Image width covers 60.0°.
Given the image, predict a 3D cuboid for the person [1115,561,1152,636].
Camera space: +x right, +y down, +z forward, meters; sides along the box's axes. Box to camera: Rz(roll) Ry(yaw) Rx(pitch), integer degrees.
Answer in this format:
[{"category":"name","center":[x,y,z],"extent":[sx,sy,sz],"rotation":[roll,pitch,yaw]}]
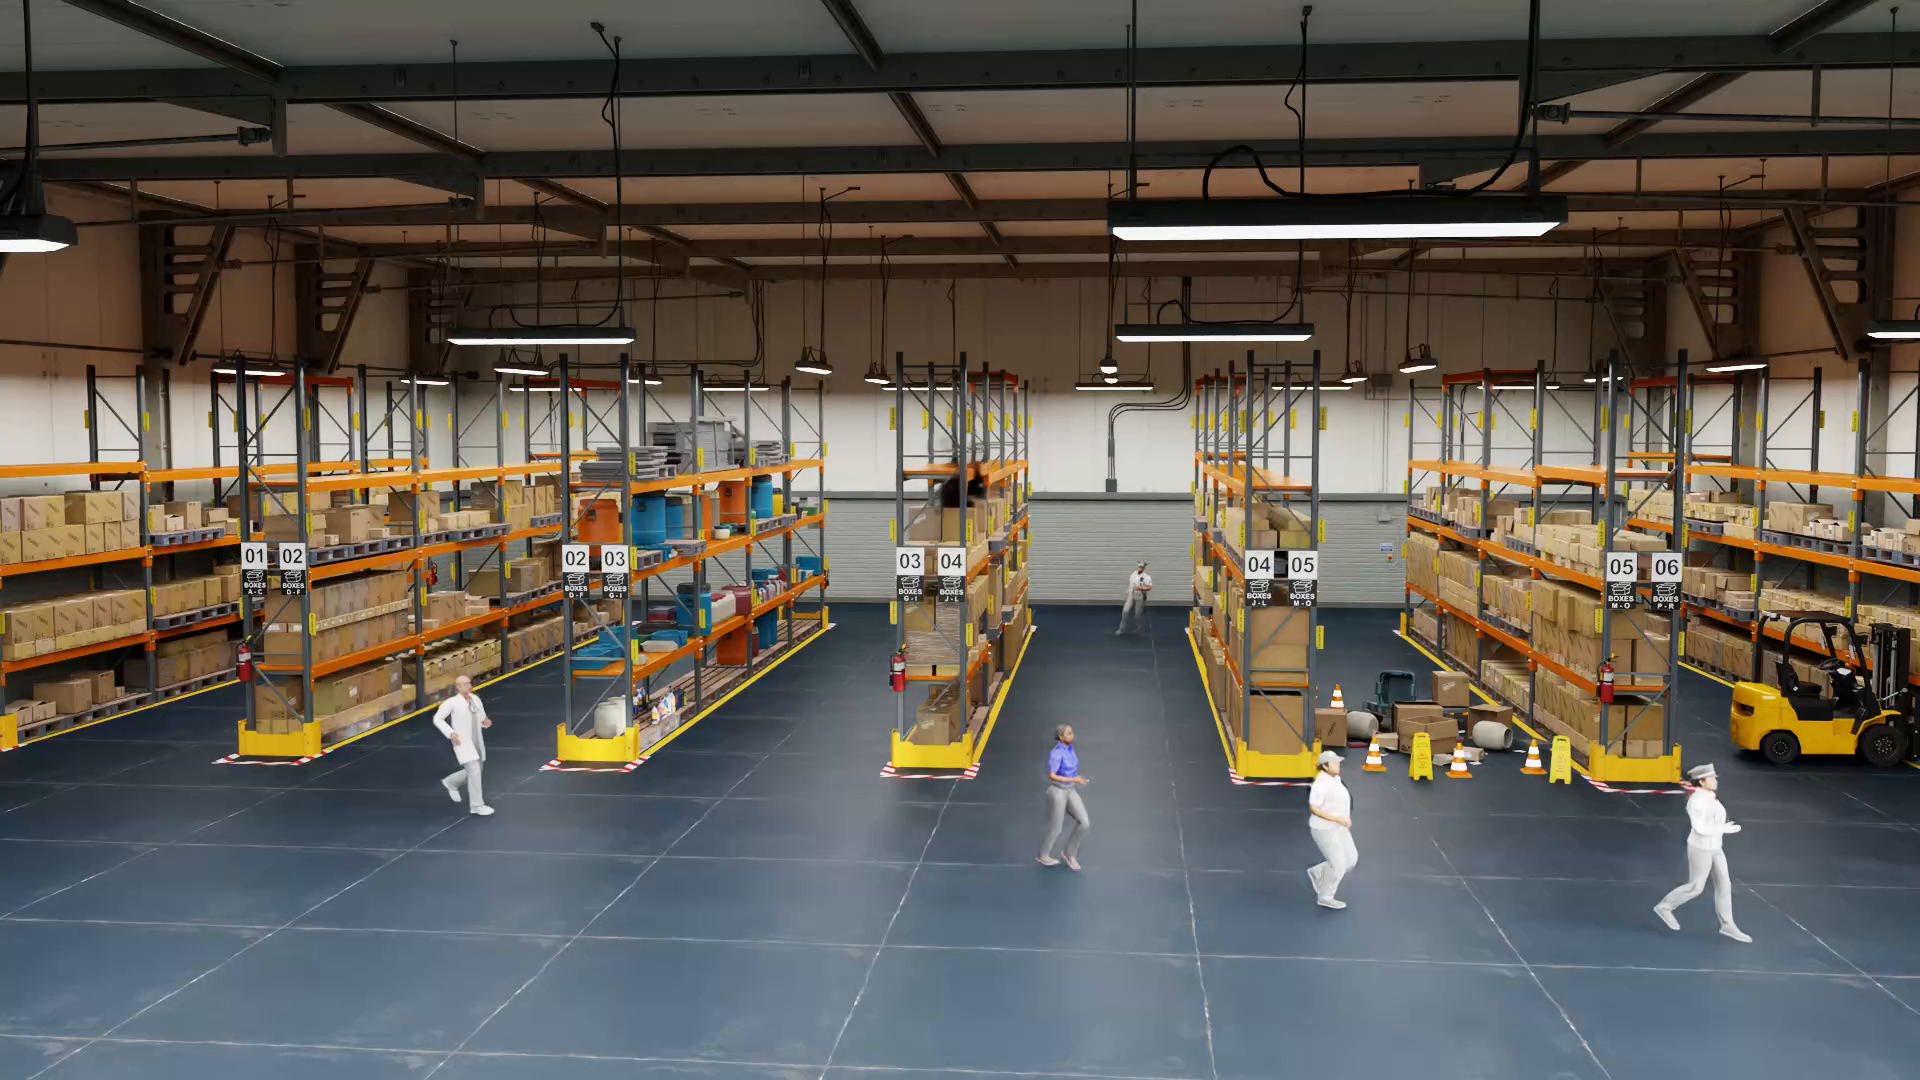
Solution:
[{"category":"person","center":[4.148,1.350,38.962],"extent":[0.733,1.743,0.918],"rotation":[3,5,34]}]

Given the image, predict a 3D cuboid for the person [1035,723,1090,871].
[{"category":"person","center":[1.153,2.882,18.513],"extent":[0.708,1.674,0.562],"rotation":[3,5,37]}]

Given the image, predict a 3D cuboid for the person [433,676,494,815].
[{"category":"person","center":[-6.304,2.611,21.266],"extent":[0.908,1.751,0.719],"rotation":[2,5,29]}]

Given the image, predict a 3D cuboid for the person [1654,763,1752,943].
[{"category":"person","center":[7.192,2.987,16.057],"extent":[0.878,1.683,0.616],"rotation":[3,5,39]}]

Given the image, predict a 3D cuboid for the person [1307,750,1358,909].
[{"category":"person","center":[3.821,2.975,17.157],"extent":[0.571,1.617,0.603],"rotation":[3,5,35]}]
